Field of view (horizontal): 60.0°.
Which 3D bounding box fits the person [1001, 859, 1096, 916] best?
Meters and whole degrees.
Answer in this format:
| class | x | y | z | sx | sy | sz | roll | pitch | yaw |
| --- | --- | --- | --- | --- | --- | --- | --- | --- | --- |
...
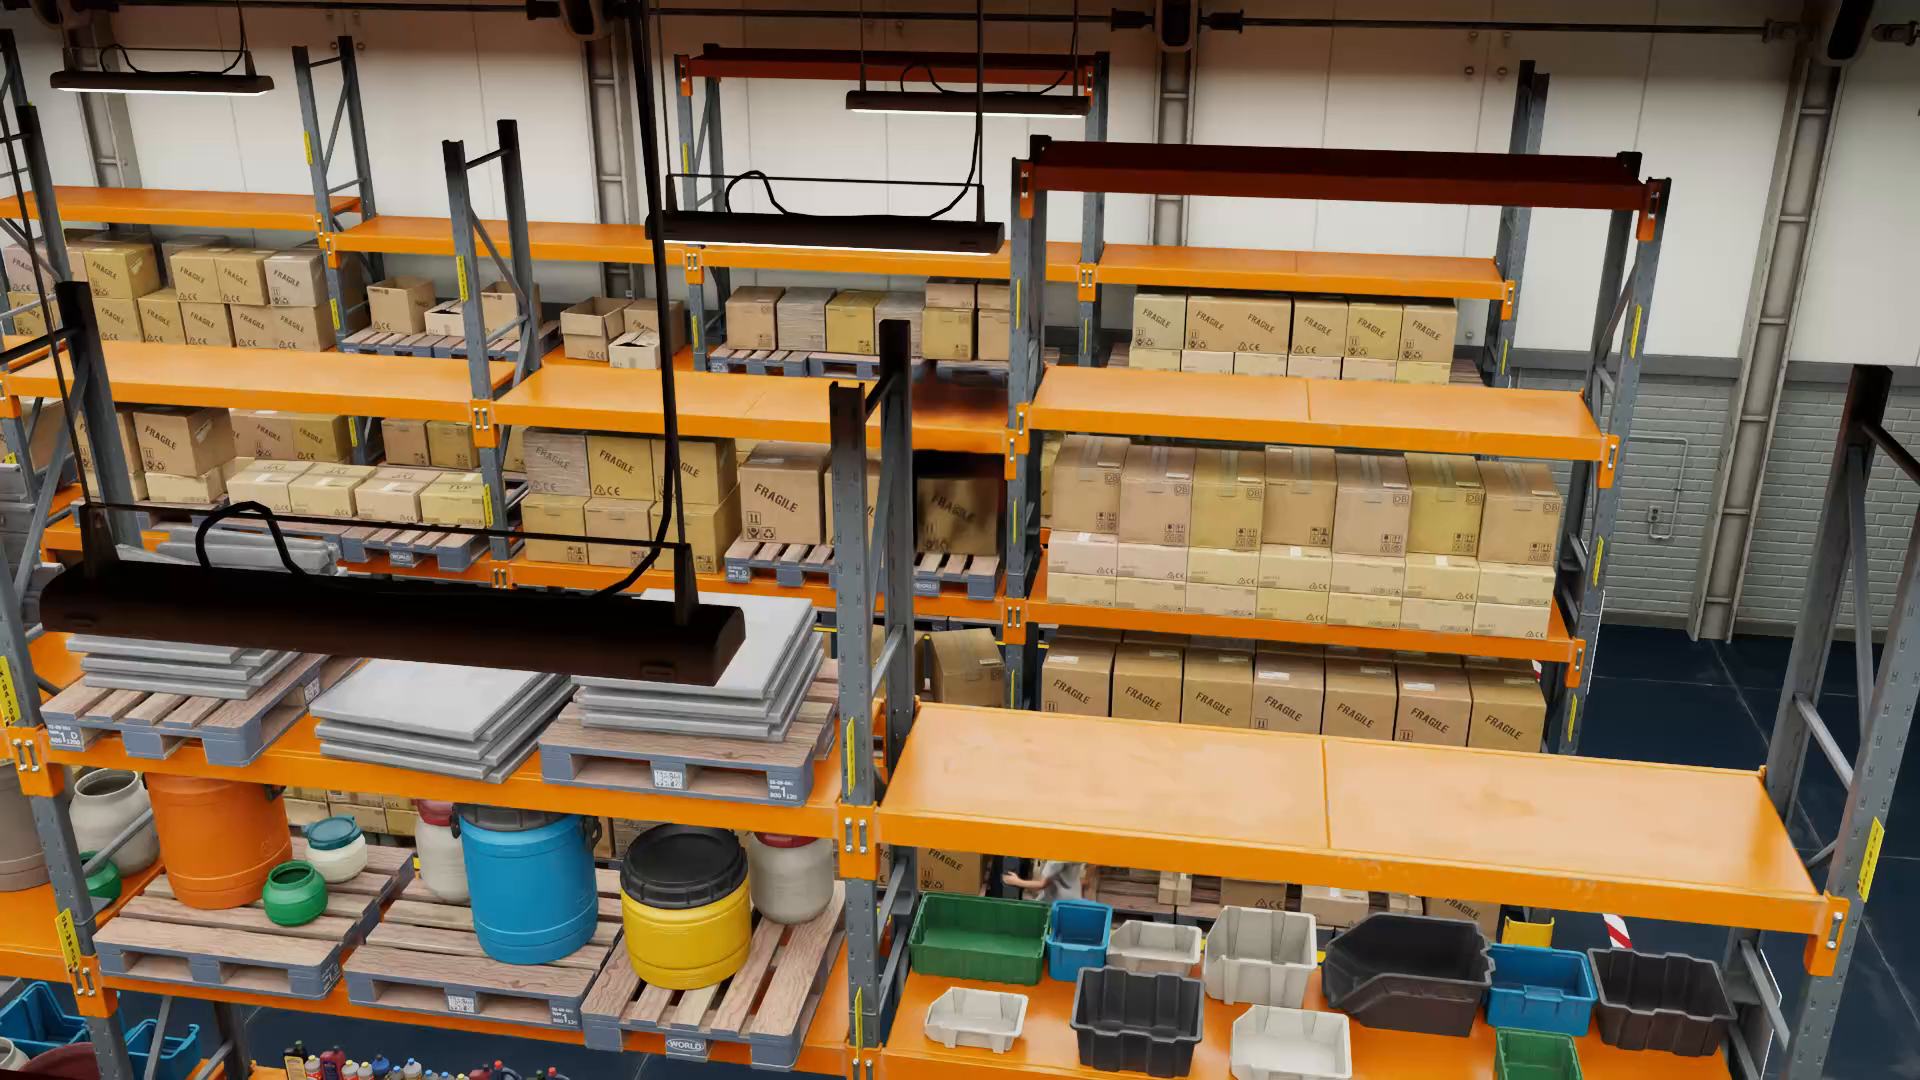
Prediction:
| class | x | y | z | sx | sy | sz | roll | pitch | yaw |
| --- | --- | --- | --- | --- | --- | --- | --- | --- | --- |
| person | 0.704 | 2.611 | 12.074 | 0.982 | 1.633 | 0.487 | 4 | 23 | 9 |
